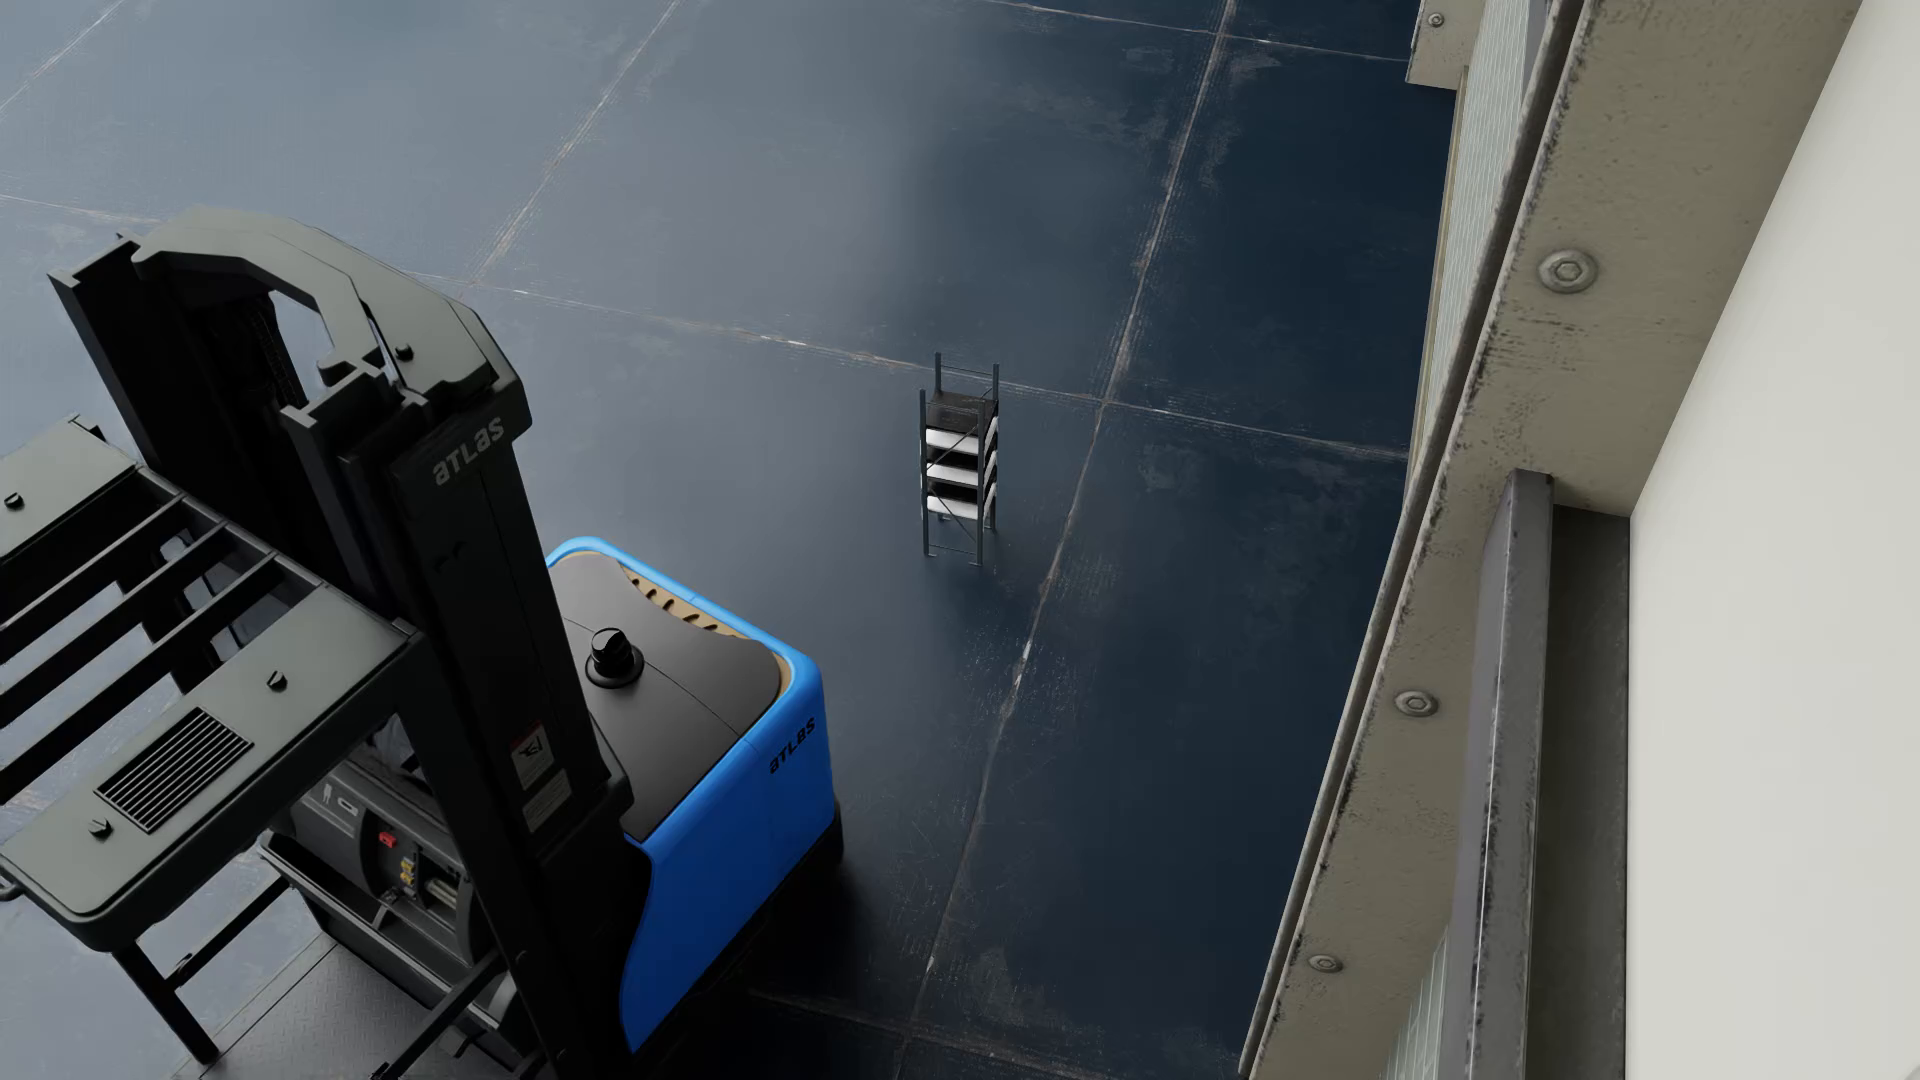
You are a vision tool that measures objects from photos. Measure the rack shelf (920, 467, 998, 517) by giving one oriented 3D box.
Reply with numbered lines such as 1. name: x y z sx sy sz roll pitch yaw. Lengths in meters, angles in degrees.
1. rack shelf: -0.002 -0.210 6.419 0.258 0.077 0.200 12 50 10

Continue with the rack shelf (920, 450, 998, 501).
1. rack shelf: -0.002 -0.270 6.351 0.258 0.077 0.200 12 50 10

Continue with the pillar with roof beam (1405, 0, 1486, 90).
1. pillar with roof beam: -1.594 -6.365 6.285 9.100 9.000 0.400 12 50 10

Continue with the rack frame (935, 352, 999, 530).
1. rack frame: 0.025 -0.365 6.391 0.240 0.900 0.006 12 50 10

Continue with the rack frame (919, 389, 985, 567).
1. rack frame: -0.029 -0.218 6.261 0.240 0.900 0.006 12 50 10

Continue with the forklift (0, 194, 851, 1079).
1. forklift: -1.620 0.793 4.014 1.130 2.935 3.031 27 54 22

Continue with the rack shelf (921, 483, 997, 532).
1. rack shelf: -0.002 -0.151 6.486 0.258 0.077 0.200 12 50 10

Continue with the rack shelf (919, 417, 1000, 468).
1. rack shelf: -0.002 -0.389 6.216 0.258 0.077 0.200 12 50 10

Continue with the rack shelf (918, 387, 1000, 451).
1. rack shelf: -0.002 -0.449 6.149 0.258 0.077 0.200 12 50 10

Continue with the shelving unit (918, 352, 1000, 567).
1. shelving unit: -0.002 -0.292 6.326 0.258 0.900 0.210 12 50 10

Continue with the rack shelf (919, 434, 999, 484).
1. rack shelf: -0.002 -0.329 6.284 0.258 0.077 0.200 12 50 10
